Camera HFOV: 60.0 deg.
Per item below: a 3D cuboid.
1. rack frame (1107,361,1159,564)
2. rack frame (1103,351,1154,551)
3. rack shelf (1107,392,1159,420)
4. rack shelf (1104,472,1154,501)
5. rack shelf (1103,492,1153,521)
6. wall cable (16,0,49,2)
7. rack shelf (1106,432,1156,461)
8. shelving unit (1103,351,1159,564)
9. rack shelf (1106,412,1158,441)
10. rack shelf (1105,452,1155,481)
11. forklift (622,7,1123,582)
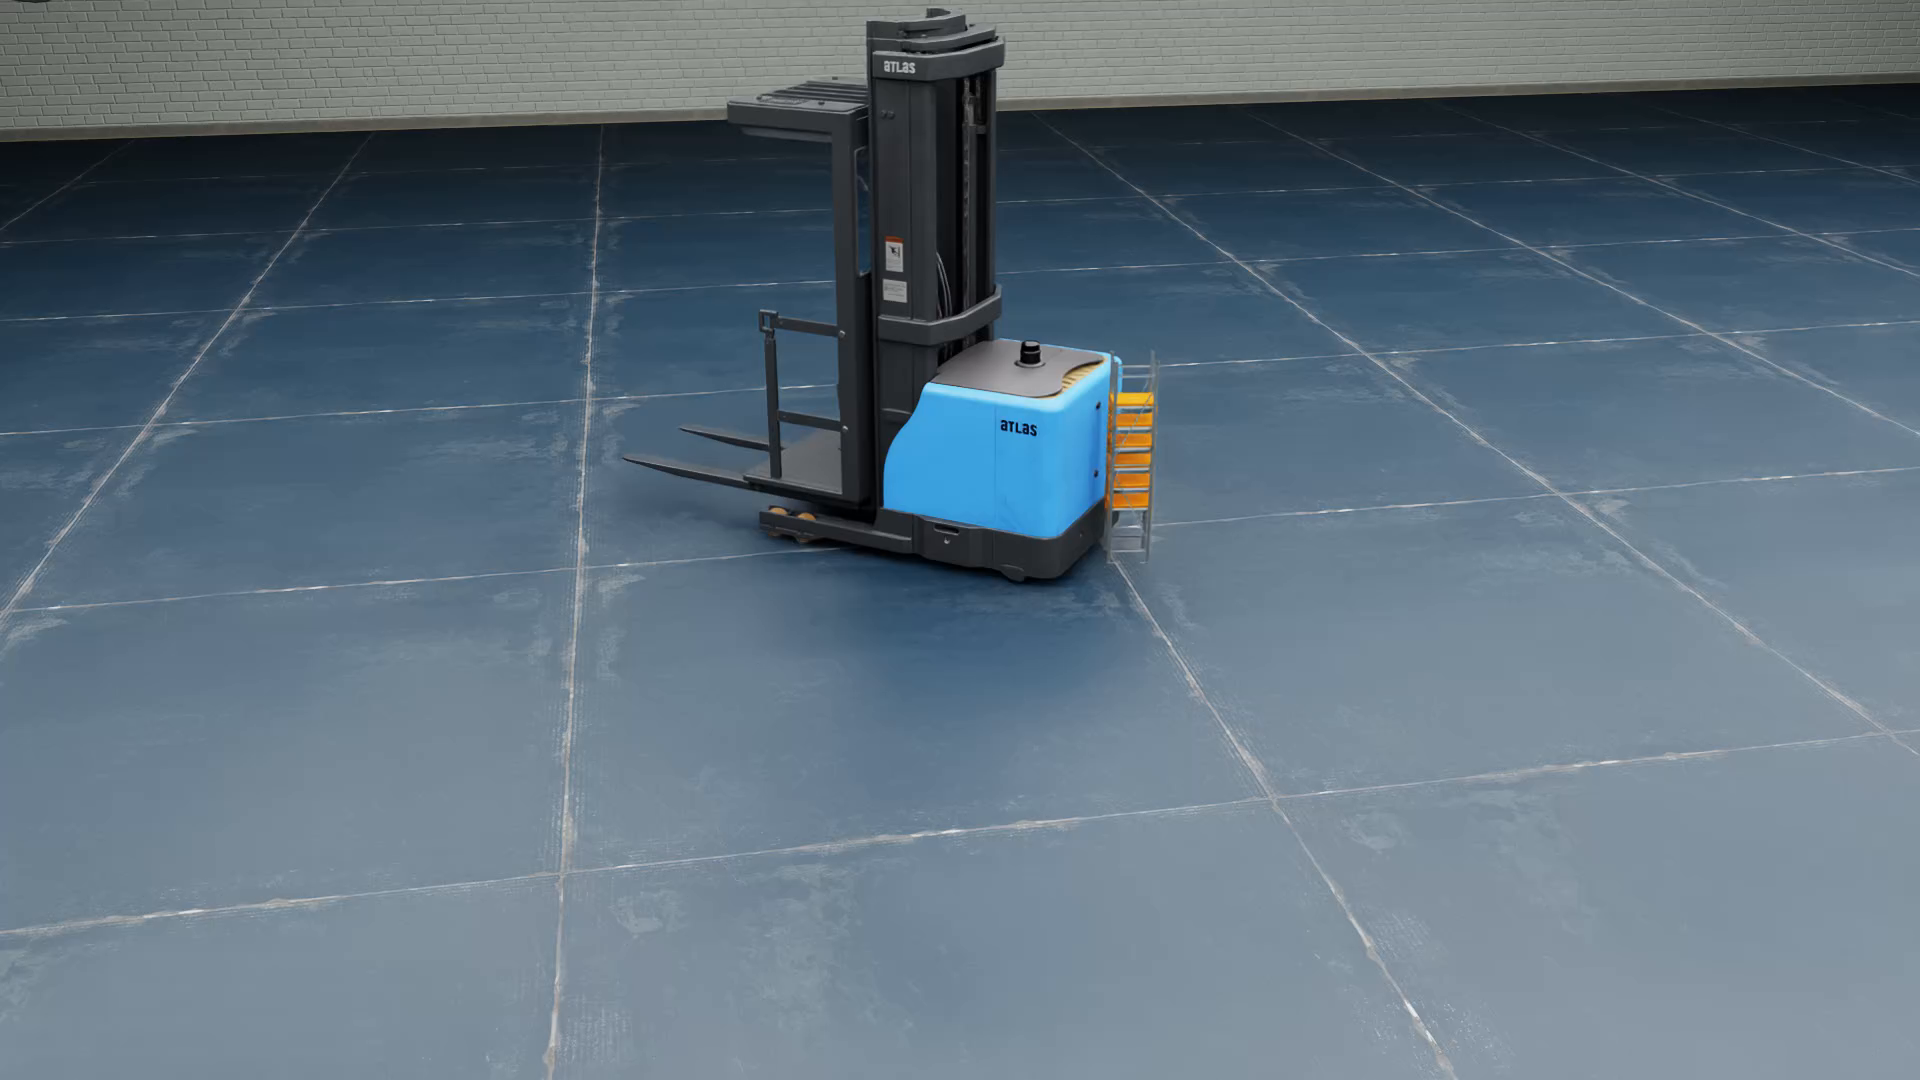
[{"bbox_3d":[0.954,-0.414,9.198,0.240,1.200,0.006,-1,24,-2],"label":"rack frame"},{"bbox_3d":[0.946,-0.487,9.365,0.240,1.200,0.006,-1,24,-2],"label":"rack frame"},{"bbox_3d":[0.950,-0.739,9.154,0.258,0.103,0.180,-1,24,-2],"label":"rack shelf"},{"bbox_3d":[0.950,-0.300,9.348,0.258,0.103,0.180,-1,24,-2],"label":"rack shelf"},{"bbox_3d":[0.950,-0.190,9.396,0.258,0.103,0.180,-1,24,-2],"label":"rack shelf"},{"bbox_3d":[-12.773,-7.829,20.312,3.097,2.526,0.112,-4,24,-10],"label":"wall cable"},{"bbox_3d":[0.950,-0.520,9.251,0.258,0.103,0.180,-1,24,-2],"label":"rack shelf"},{"bbox_3d":[0.950,-0.450,9.281,0.258,1.200,0.189,-1,24,-2],"label":"shelving unit"},{"bbox_3d":[0.950,-0.629,9.202,0.258,0.103,0.180,-1,24,-2],"label":"rack shelf"},{"bbox_3d":[0.950,-0.410,9.299,0.258,0.103,0.180,-1,24,-2],"label":"rack shelf"},{"bbox_3d":[-0.611,-1.506,9.537,3.031,2.935,1.130,11,26,24],"label":"forklift"}]
